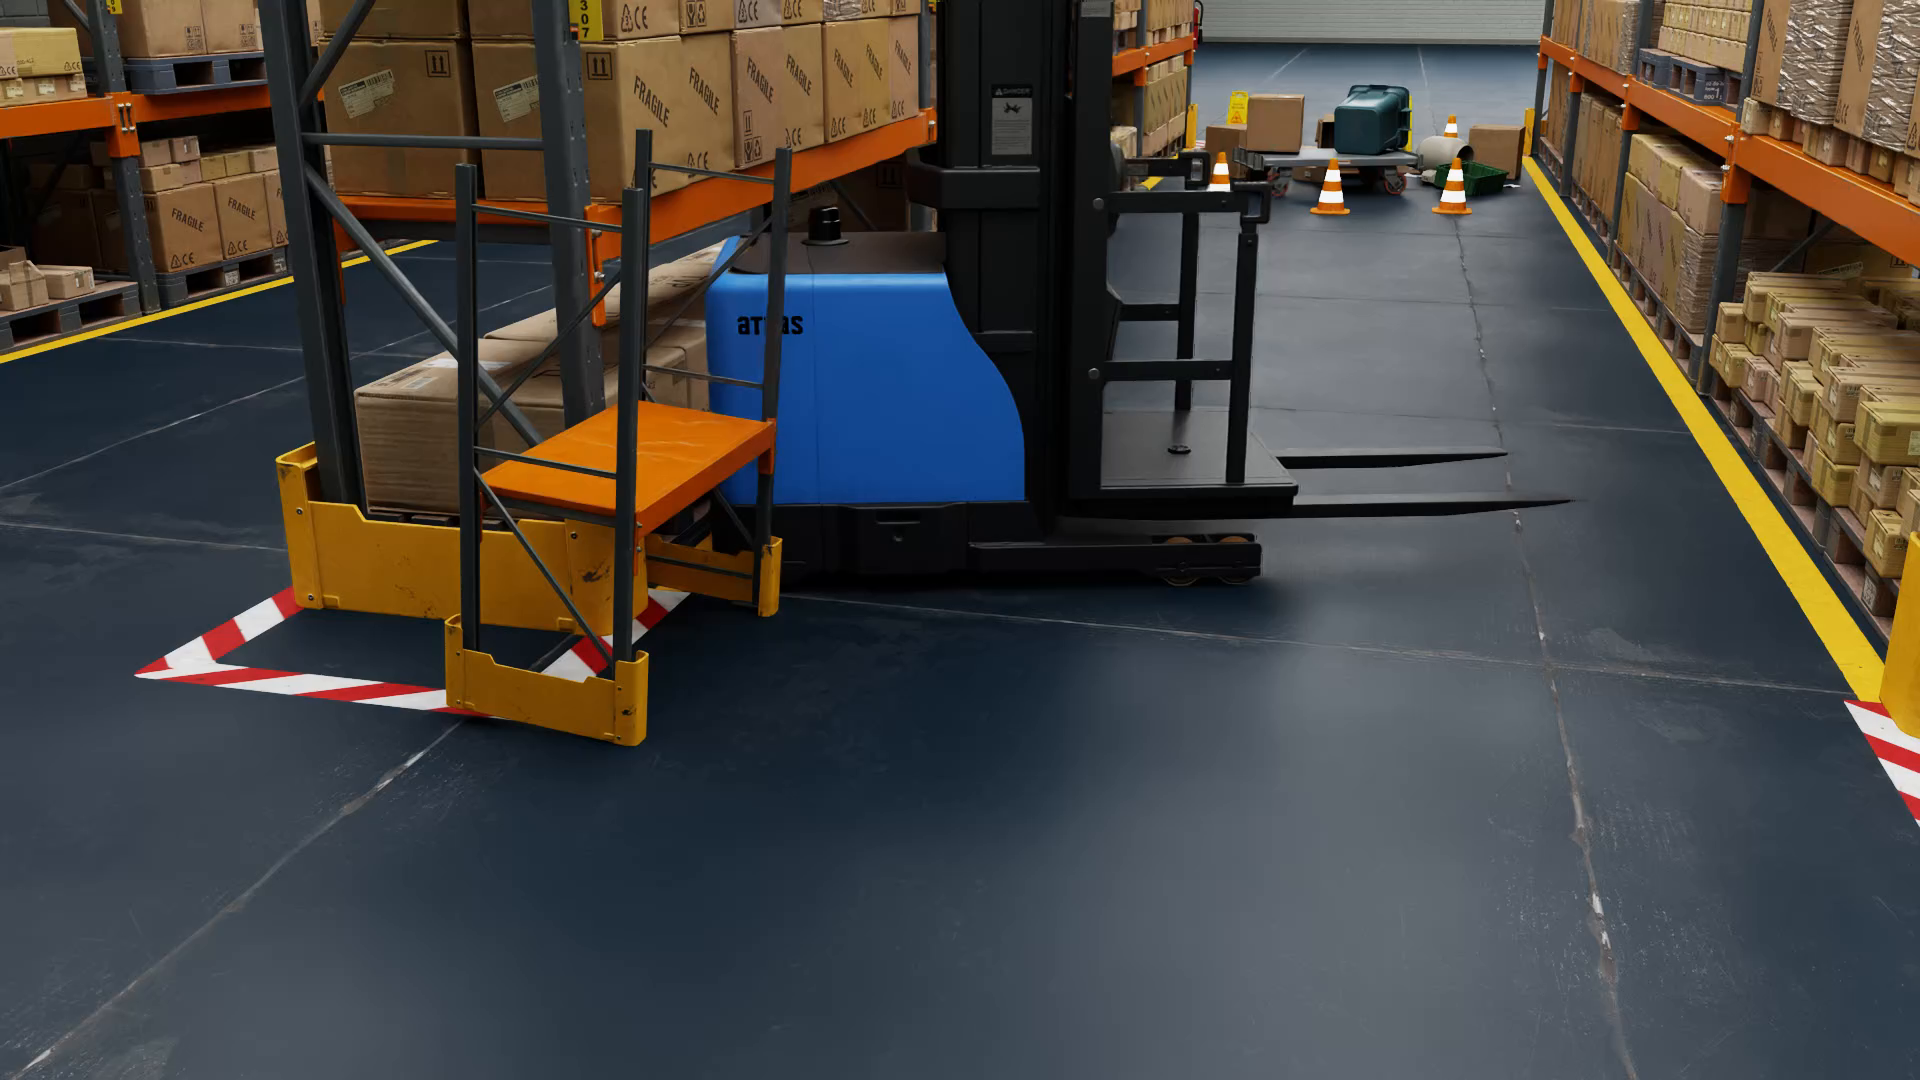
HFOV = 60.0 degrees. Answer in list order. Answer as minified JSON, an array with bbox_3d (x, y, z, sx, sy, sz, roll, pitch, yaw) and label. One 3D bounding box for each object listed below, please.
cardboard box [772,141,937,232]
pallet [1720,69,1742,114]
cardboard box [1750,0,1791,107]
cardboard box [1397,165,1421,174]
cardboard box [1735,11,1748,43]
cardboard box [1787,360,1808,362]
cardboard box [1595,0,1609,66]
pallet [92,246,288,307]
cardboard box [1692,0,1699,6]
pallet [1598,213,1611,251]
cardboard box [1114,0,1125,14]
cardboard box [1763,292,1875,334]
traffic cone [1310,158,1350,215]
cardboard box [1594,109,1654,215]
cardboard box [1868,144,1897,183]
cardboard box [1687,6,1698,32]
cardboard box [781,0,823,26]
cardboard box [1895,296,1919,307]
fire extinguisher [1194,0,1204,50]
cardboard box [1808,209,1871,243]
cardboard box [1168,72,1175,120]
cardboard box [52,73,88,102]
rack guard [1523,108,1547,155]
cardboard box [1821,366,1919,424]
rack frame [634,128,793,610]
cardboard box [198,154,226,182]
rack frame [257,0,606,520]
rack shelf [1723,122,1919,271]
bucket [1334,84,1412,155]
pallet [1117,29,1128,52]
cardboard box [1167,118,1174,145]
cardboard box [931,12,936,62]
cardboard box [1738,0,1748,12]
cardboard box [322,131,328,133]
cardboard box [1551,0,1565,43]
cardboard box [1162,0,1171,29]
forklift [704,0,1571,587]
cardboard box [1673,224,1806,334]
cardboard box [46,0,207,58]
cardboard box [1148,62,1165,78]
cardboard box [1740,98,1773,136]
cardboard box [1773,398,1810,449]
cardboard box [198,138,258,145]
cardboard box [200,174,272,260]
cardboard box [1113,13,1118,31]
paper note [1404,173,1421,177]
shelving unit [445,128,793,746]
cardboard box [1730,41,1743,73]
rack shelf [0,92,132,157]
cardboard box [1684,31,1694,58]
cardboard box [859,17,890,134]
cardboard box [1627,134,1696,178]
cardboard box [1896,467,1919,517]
[{"bbox_3d":[-0.576,-1.862,9.636,0.875,0.875,0.875,5,20,15],"label":"cardboard box"},{"bbox_3d":[4.502,-2.246,8.420,1.003,0.211,1.213,5,19,13],"label":"pallet"},{"bbox_3d":[3.809,-2.162,7.260,0.500,0.500,0.500,4,19,12],"label":"cardboard box"},{"bbox_3d":[4.763,-4.007,17.507,0.396,0.266,0.258,8,21,23],"label":"cardboard box"},{"bbox_3d":[4.207,-2.630,8.525,0.380,0.149,0.250,6,20,16],"label":"cardboard box"},{"bbox_3d":[3.617,-0.677,6.828,0.380,0.149,0.250,6,20,16],"label":"cardboard box"},{"bbox_3d":[5.368,-4.046,13.238,0.500,0.500,0.500,5,19,14],"label":"cardboard box"},{"bbox_3d":[-5.302,-1.797,11.123,1.003,0.211,1.213,5,19,13],"label":"pallet"},{"bbox_3d":[4.594,-3.265,9.926,0.380,0.149,0.250,6,20,16],"label":"cardboard box"},{"bbox_3d":[5.417,-2.284,12.548,1.003,0.211,1.213,5,19,13],"label":"pallet"},{"bbox_3d":[1.162,-4.883,14.577,0.500,0.500,0.500,5,20,15],"label":"cardboard box"},{"bbox_3d":[3.751,-0.984,7.267,0.380,0.149,0.250,4,19,13],"label":"cardboard box"},{"bbox_3d":[3.258,-3.106,14.565,0.336,0.463,0.334,5,19,13],"label":"traffic cone"},{"bbox_3d":[5.598,-2.955,13.028,1.050,0.750,0.750,5,19,14],"label":"cardboard box"},{"bbox_3d":[3.452,-1.342,5.864,0.380,0.149,0.250,5,19,14],"label":"cardboard box"},{"bbox_3d":[4.590,-3.121,9.964,0.380,0.149,0.250,5,19,13],"label":"cardboard box"},{"bbox_3d":[-0.875,-2.344,6.707,0.500,0.500,0.500,5,19,14],"label":"cardboard box"},{"bbox_3d":[4.262,-0.946,7.157,0.380,0.149,0.250,4,19,13],"label":"cardboard box"},{"bbox_3d":[2.756,-6.192,19.795,0.296,0.674,0.183,5,19,13],"label":"fire extinguisher"},{"bbox_3d":[4.611,-1.690,8.553,0.500,0.250,0.500,4,19,11],"label":"cardboard box"},{"bbox_3d":[2.084,-4.888,18.303,0.500,0.500,0.500,4,19,12],"label":"cardboard box"},{"bbox_3d":[-5.297,-2.620,9.606,0.380,0.149,0.250,5,19,14],"label":"cardboard box"},{"bbox_3d":[7.112,-4.695,19.159,1.175,0.500,0.348,5,19,13],"label":"rack guard"},{"bbox_3d":[3.274,-0.502,5.858,0.380,0.149,0.250,5,20,15],"label":"cardboard box"},{"bbox_3d":[-0.816,-0.516,5.298,0.500,1.500,0.032,10,21,13],"label":"rack frame"},{"bbox_3d":[-5.075,-2.447,10.926,0.380,0.149,0.250,4,19,11],"label":"cardboard box"},{"bbox_3d":[-1.628,-1.214,5.102,1.000,3.000,0.127,5,19,13],"label":"rack frame"},{"bbox_3d":[3.686,-1.142,6.002,1.077,0.370,4.000,5,19,13],"label":"rack shelf"},{"bbox_3d":[3.927,-4.011,16.003,0.726,0.611,0.620,12,32,32],"label":"bucket"},{"bbox_3d":[0.977,-4.657,15.477,1.003,0.211,1.213,5,19,13],"label":"pallet"},{"bbox_3d":[2.088,-4.526,18.402,0.500,0.250,0.500,4,19,11],"label":"cardboard box"},{"bbox_3d":[-0.269,-2.749,9.055,0.500,0.250,0.500,4,19,12],"label":"cardboard box"},{"bbox_3d":[4.213,-2.777,8.494,0.380,0.149,0.250,4,19,12],"label":"cardboard box"},{"bbox_3d":[-4.615,-3.014,12.586,0.380,0.149,0.250,5,20,15],"label":"cardboard box"},{"bbox_3d":[6.688,-5.481,17.363,0.875,0.550,0.550,5,19,13],"label":"cardboard box"},{"bbox_3d":[1.917,-5.595,17.313,0.500,0.500,0.500,4,19,13],"label":"cardboard box"},{"bbox_3d":[0.643,-1.398,5.746,3.031,2.935,1.130,-1,19,-3],"label":"forklift"},{"bbox_3d":[4.111,-1.376,8.794,0.500,0.500,0.500,4,19,12],"label":"cardboard box"},{"bbox_3d":[-5.129,-3.239,10.225,0.700,0.500,0.500,5,20,15],"label":"cardboard box"},{"bbox_3d":[1.923,-4.894,17.316,0.380,0.149,0.250,5,20,15],"label":"cardboard box"},{"bbox_3d":[3.788,-1.927,7.577,0.380,0.149,0.250,5,20,15],"label":"cardboard box"},{"bbox_3d":[3.496,-0.460,6.654,0.380,0.149,0.250,4,19,12],"label":"cardboard box"},{"bbox_3d":[-5.288,-2.806,11.975,0.380,0.149,0.250,4,19,11],"label":"cardboard box"},{"bbox_3d":[-5.008,-2.176,11.136,0.500,0.500,0.500,4,19,13],"label":"cardboard box"},{"bbox_3d":[1.183,-4.554,14.618,0.380,0.149,0.250,5,19,13],"label":"cardboard box"},{"bbox_3d":[4.686,-3.778,17.212,0.172,0.023,0.155,12,22,32],"label":"paper note"},{"bbox_3d":[-0.954,-0.354,4.827,0.587,1.500,1.083,10,21,13],"label":"shelving unit"},{"bbox_3d":[4.205,-2.488,8.571,0.380,0.149,0.250,5,19,13],"label":"cardboard box"},{"bbox_3d":[-5.953,-1.892,8.198,1.077,0.370,4.000,5,19,13],"label":"rack shelf"},{"bbox_3d":[4.588,-2.981,10.014,0.380,0.149,0.250,5,20,15],"label":"cardboard box"},{"bbox_3d":[-0.636,-2.188,7.798,0.500,0.500,0.500,4,19,12],"label":"cardboard box"},{"bbox_3d":[4.748,-2.536,11.030,0.500,0.250,0.500,4,19,11],"label":"cardboard box"},{"bbox_3d":[3.165,-0.111,5.173,0.380,0.149,0.250,4,19,12],"label":"cardboard box"}]
